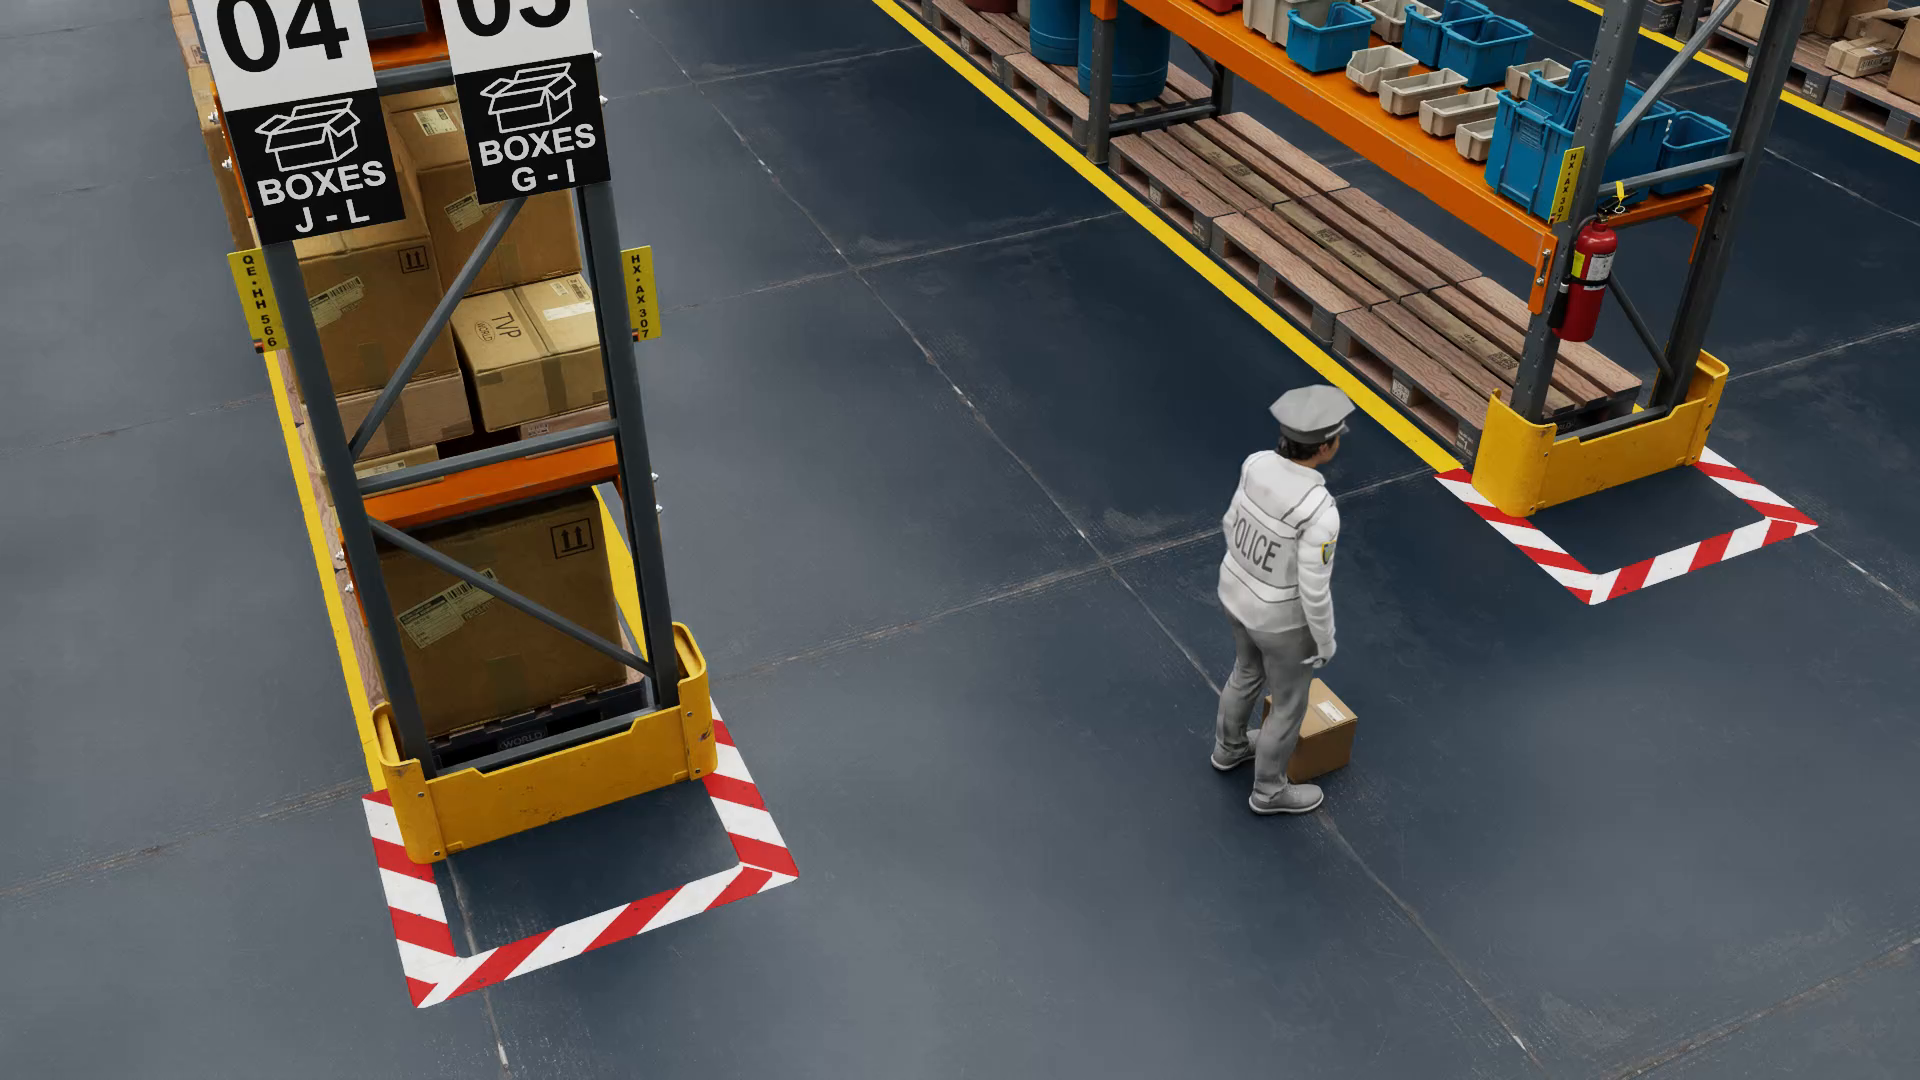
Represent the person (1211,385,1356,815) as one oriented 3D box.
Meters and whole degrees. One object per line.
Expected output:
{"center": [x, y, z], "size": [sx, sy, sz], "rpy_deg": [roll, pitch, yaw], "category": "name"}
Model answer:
{"center": [1.112, 0.230, 5.847], "size": [0.373, 1.665, 0.542], "rpy_deg": [-17, 41, -21], "category": "person"}
